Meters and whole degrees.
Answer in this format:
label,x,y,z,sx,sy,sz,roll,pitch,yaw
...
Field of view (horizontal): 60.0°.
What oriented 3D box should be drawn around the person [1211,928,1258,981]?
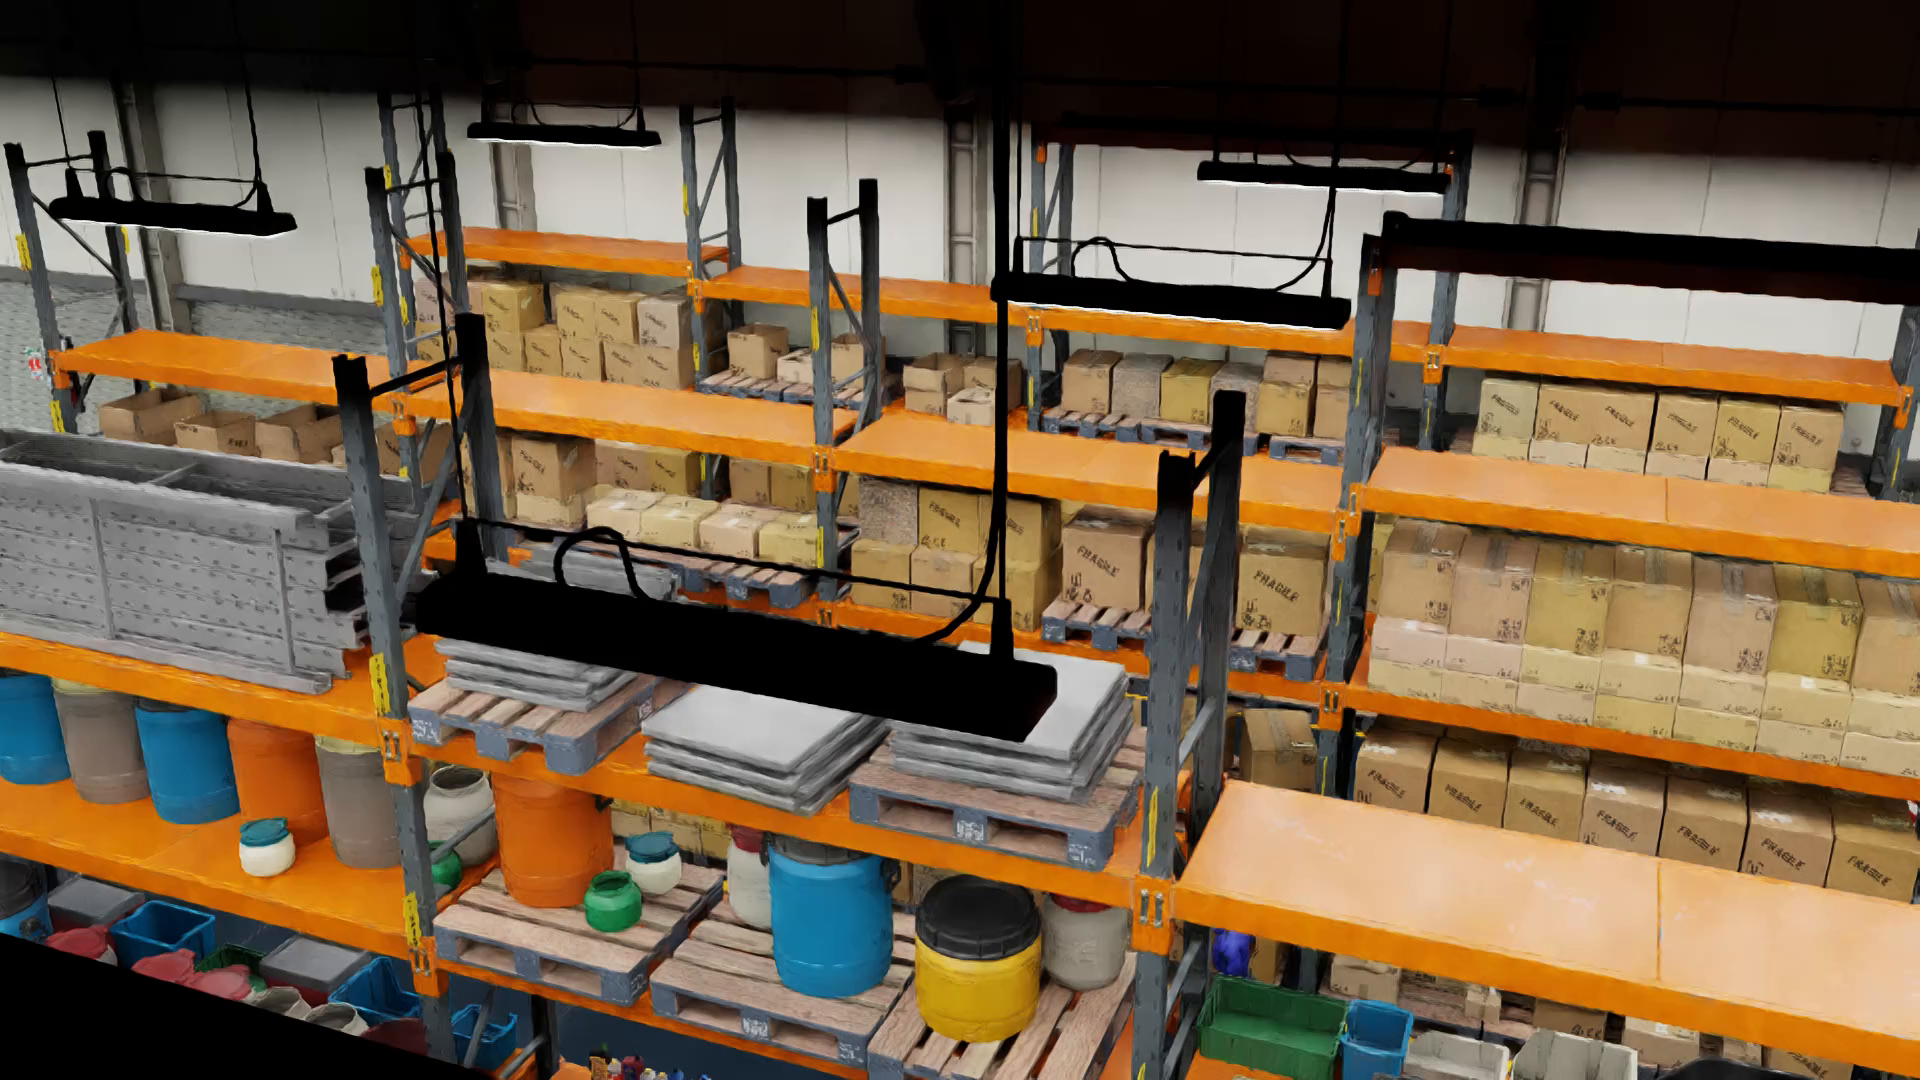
label,x,y,z,sx,sy,sz,roll,pitch,yaw
person,1.964,3.210,11.754,0.513,1.590,0.592,7,22,18
